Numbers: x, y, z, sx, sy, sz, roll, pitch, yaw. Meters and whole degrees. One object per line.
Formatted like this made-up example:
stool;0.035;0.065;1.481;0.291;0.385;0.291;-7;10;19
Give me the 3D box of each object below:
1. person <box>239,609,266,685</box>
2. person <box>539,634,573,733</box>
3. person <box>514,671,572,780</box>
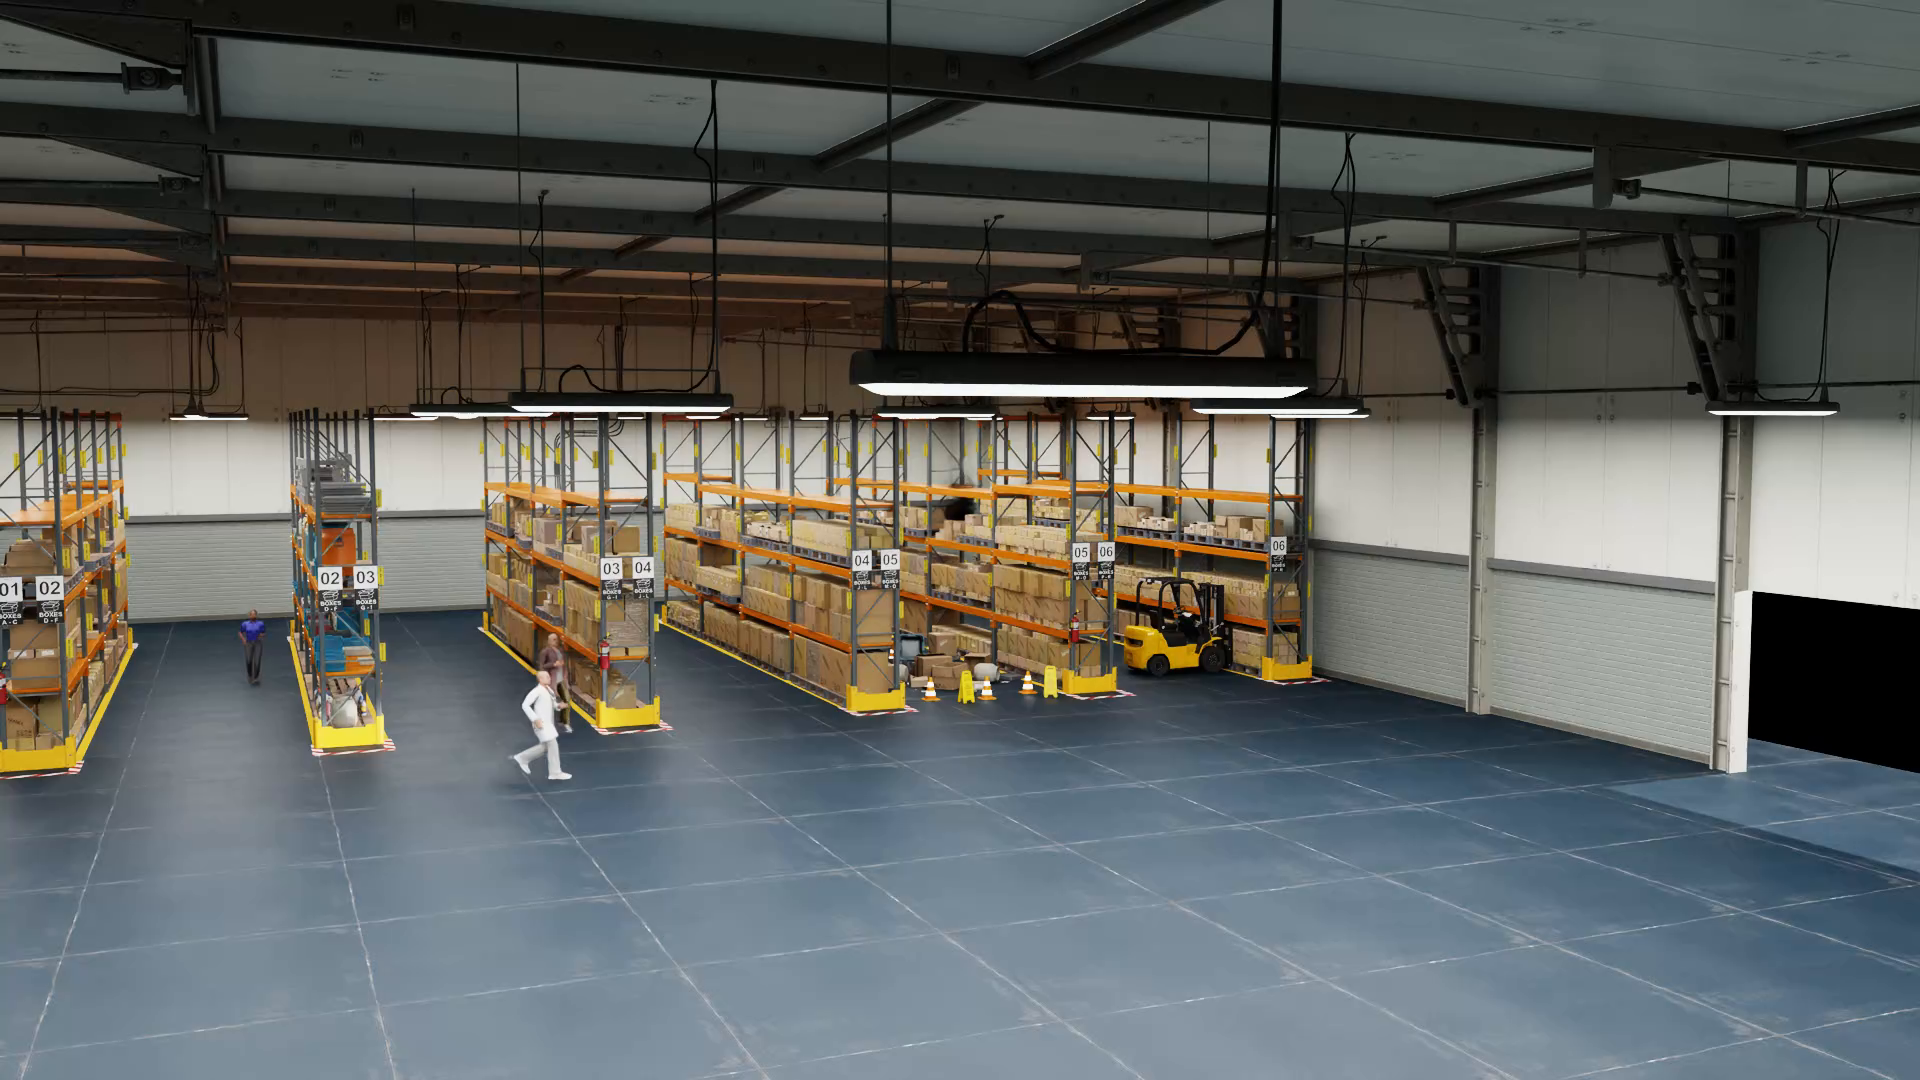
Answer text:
person;-15.503;2.354;36.480;0.559;1.649;0.616;-2;4;-26
person;-7.545;2.656;30.945;0.846;1.834;0.687;4;6;44
person;-6.702;2.963;26.625;0.955;1.756;0.709;0;4;5
